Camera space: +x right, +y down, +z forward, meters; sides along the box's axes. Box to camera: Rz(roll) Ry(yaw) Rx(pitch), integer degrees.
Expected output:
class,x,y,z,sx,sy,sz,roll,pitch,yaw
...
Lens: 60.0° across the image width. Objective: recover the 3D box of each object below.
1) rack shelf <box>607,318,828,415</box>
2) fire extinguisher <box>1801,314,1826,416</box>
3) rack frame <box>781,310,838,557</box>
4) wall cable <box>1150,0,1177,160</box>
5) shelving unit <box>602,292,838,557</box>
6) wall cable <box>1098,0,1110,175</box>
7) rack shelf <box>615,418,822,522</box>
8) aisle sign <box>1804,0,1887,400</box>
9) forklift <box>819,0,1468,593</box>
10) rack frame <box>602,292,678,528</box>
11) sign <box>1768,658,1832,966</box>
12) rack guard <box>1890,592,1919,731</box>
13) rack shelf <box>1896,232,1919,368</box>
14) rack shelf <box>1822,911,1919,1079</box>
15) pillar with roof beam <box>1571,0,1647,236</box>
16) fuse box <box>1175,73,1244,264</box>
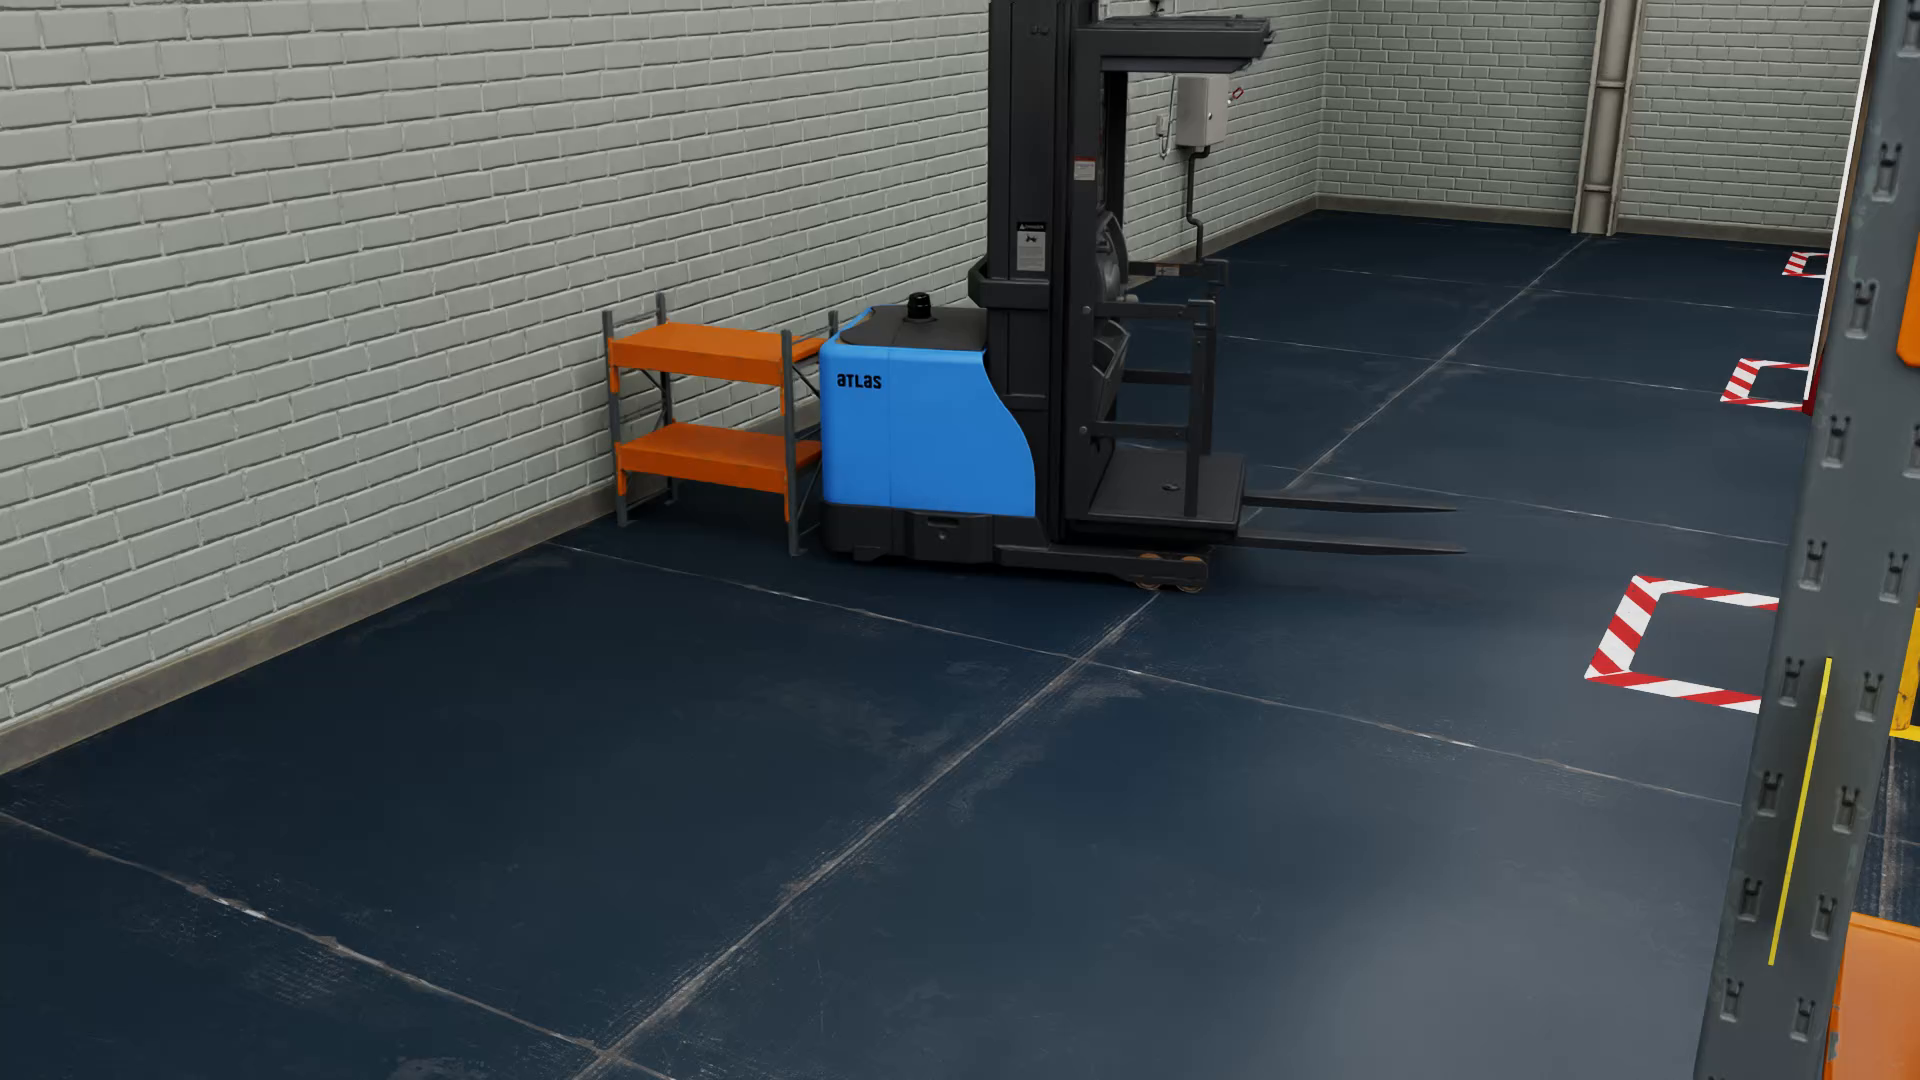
class,x,y,z,sx,sy,sz,roll,pitch,yaw
rack shelf,-1.180,-0.873,8.265,1.000,0.278,0.538,9,22,23
fire extinguisher,3.685,-0.855,6.985,0.183,0.674,0.296,11,23,27
rack frame,-0.718,-0.525,8.164,0.032,1.125,0.500,9,22,23
wall cable,1.753,-4.211,14.084,0.122,1.984,0.588,11,23,27
shelving unit,-1.180,-0.598,8.364,1.048,1.125,0.538,9,22,23
wall cable,1.071,-3.801,12.910,0.123,1.953,0.585,11,23,27
rack shelf,-1.180,-0.368,8.448,1.000,0.278,0.538,9,22,23
aisle sign,0.963,-0.573,1.733,0.004,0.787,0.394,11,23,27
forklift,0.896,-1.331,7.737,3.031,2.935,1.130,4,20,11
rack frame,-1.641,-0.671,8.565,0.032,1.125,0.500,9,22,23
sign,0.897,0.292,1.775,0.005,0.325,0.100,11,23,27
rack guard,3.746,0.300,6.805,0.348,0.500,1.175,11,23,27
rack shelf,2.918,-0.167,1.084,4.000,0.370,1.077,11,23,27
rack shelf,2.918,1.243,1.595,4.000,0.370,1.077,11,23,27
pillar with roof beam,4.409,-6.112,12.018,0.400,9.000,9.100,11,23,27
fuse box,2.223,-3.304,14.965,0.414,1.711,0.539,11,23,27
